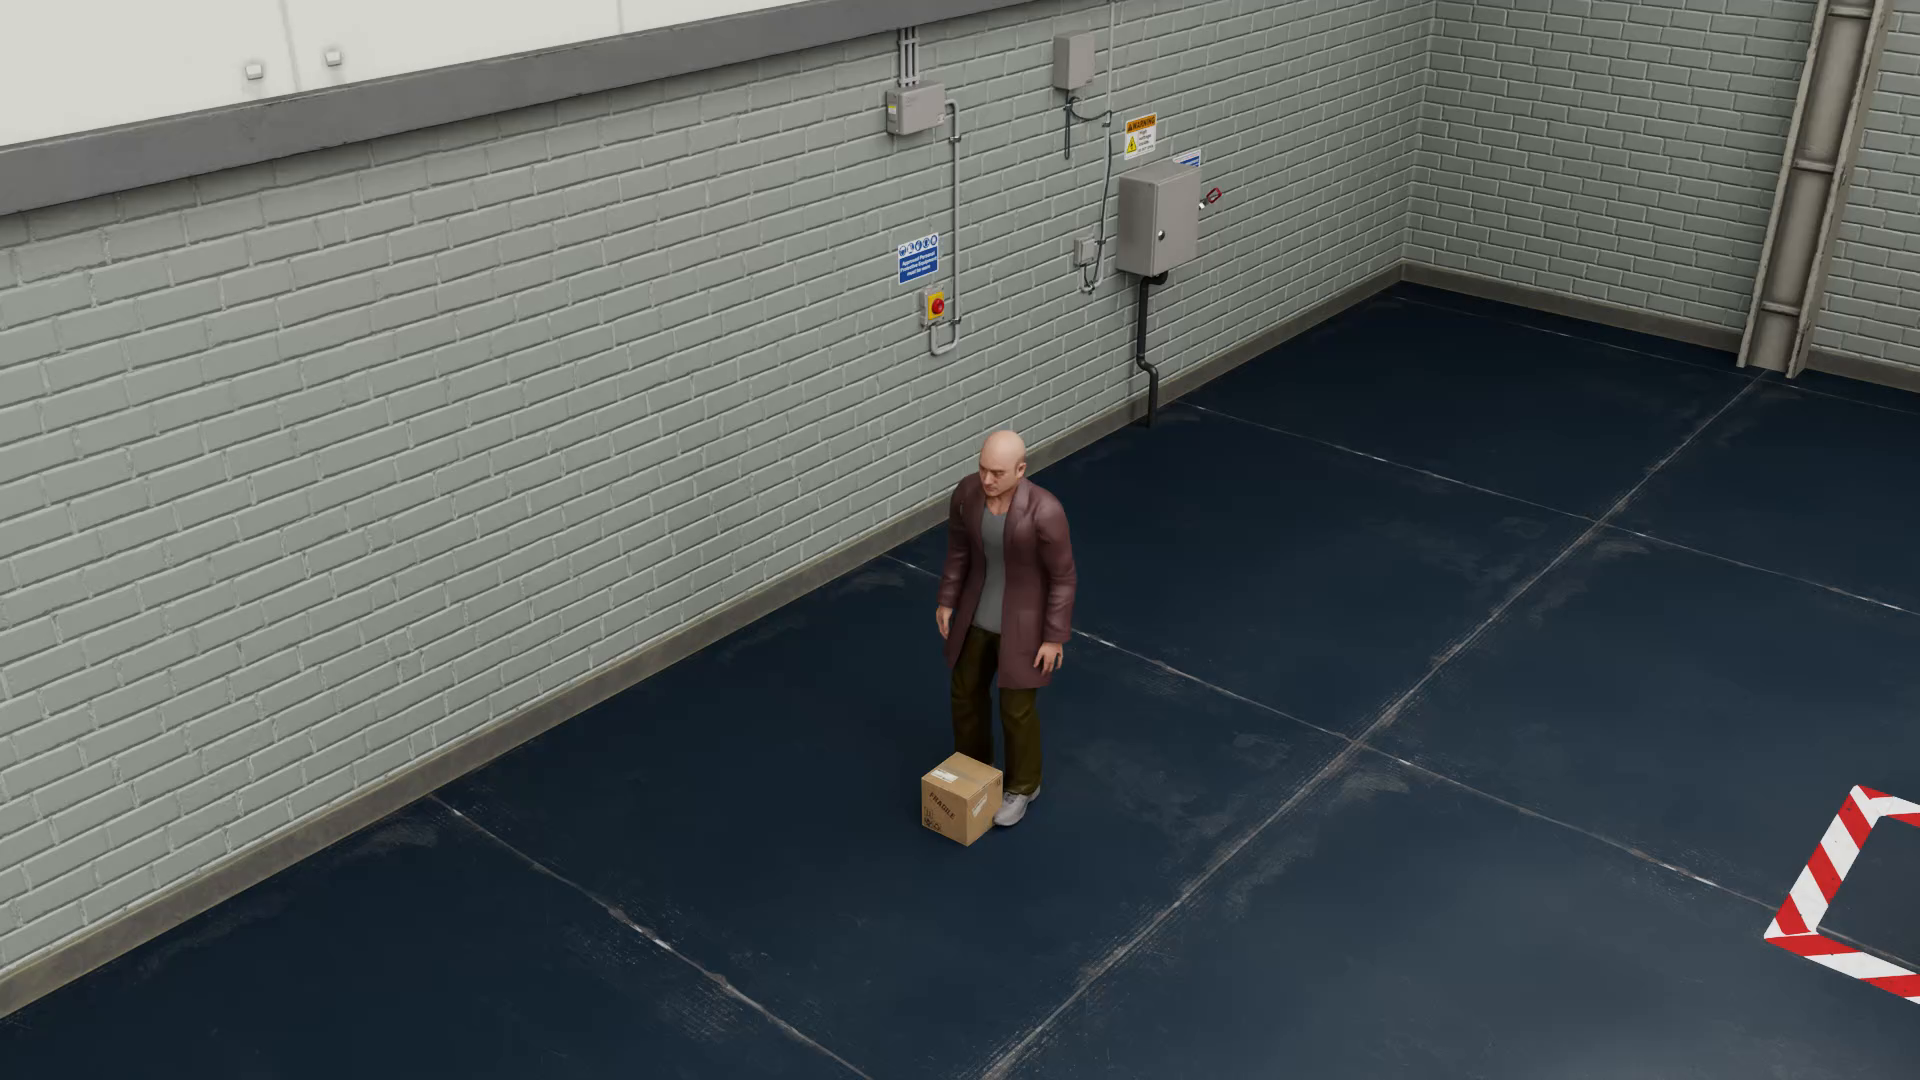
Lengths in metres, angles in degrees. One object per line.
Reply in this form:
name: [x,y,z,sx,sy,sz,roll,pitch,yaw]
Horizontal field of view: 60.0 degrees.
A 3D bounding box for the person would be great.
person: [0.178,0.346,6.955,0.653,1.773,0.424,18,32,32]
